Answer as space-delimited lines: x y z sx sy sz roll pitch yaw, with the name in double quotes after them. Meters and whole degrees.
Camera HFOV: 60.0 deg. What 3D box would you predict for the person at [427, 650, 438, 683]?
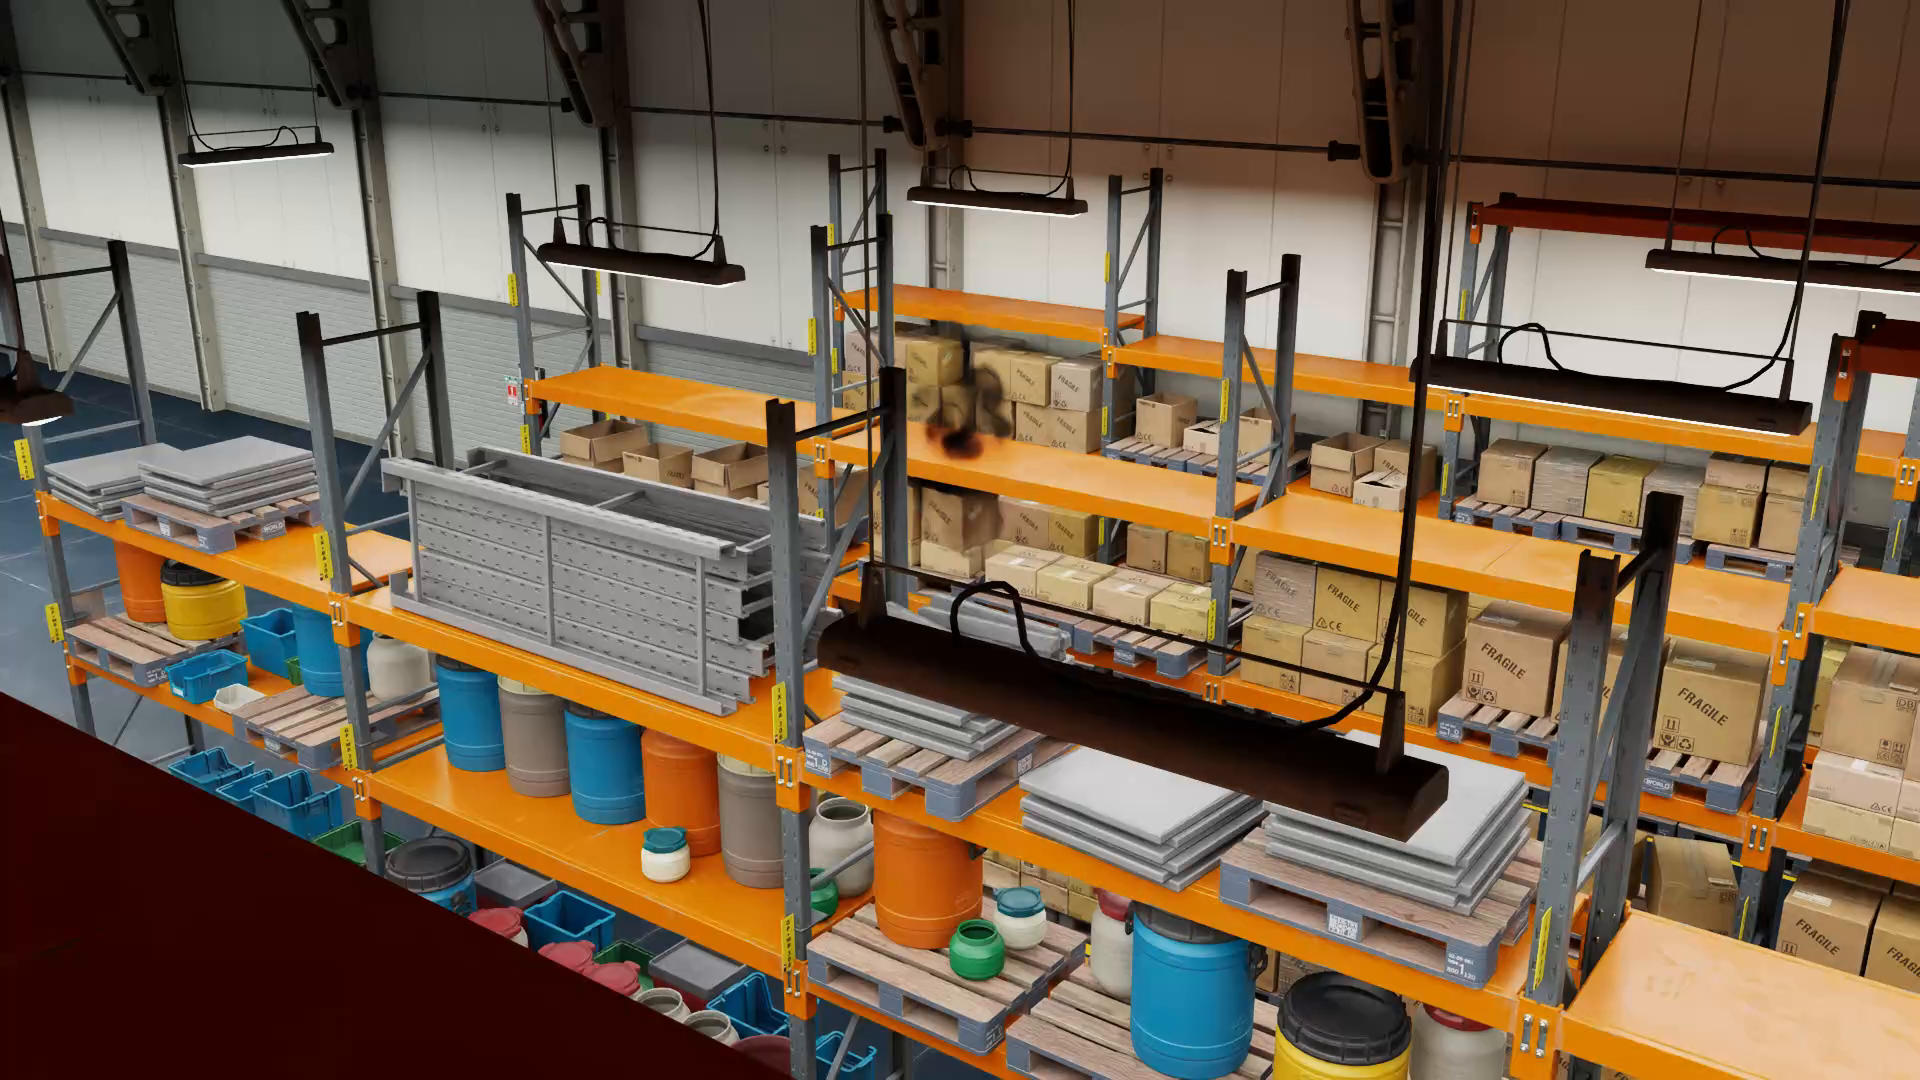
-6.201 1.140 19.108 0.658 1.711 0.585 -7 20 -19 "person"
